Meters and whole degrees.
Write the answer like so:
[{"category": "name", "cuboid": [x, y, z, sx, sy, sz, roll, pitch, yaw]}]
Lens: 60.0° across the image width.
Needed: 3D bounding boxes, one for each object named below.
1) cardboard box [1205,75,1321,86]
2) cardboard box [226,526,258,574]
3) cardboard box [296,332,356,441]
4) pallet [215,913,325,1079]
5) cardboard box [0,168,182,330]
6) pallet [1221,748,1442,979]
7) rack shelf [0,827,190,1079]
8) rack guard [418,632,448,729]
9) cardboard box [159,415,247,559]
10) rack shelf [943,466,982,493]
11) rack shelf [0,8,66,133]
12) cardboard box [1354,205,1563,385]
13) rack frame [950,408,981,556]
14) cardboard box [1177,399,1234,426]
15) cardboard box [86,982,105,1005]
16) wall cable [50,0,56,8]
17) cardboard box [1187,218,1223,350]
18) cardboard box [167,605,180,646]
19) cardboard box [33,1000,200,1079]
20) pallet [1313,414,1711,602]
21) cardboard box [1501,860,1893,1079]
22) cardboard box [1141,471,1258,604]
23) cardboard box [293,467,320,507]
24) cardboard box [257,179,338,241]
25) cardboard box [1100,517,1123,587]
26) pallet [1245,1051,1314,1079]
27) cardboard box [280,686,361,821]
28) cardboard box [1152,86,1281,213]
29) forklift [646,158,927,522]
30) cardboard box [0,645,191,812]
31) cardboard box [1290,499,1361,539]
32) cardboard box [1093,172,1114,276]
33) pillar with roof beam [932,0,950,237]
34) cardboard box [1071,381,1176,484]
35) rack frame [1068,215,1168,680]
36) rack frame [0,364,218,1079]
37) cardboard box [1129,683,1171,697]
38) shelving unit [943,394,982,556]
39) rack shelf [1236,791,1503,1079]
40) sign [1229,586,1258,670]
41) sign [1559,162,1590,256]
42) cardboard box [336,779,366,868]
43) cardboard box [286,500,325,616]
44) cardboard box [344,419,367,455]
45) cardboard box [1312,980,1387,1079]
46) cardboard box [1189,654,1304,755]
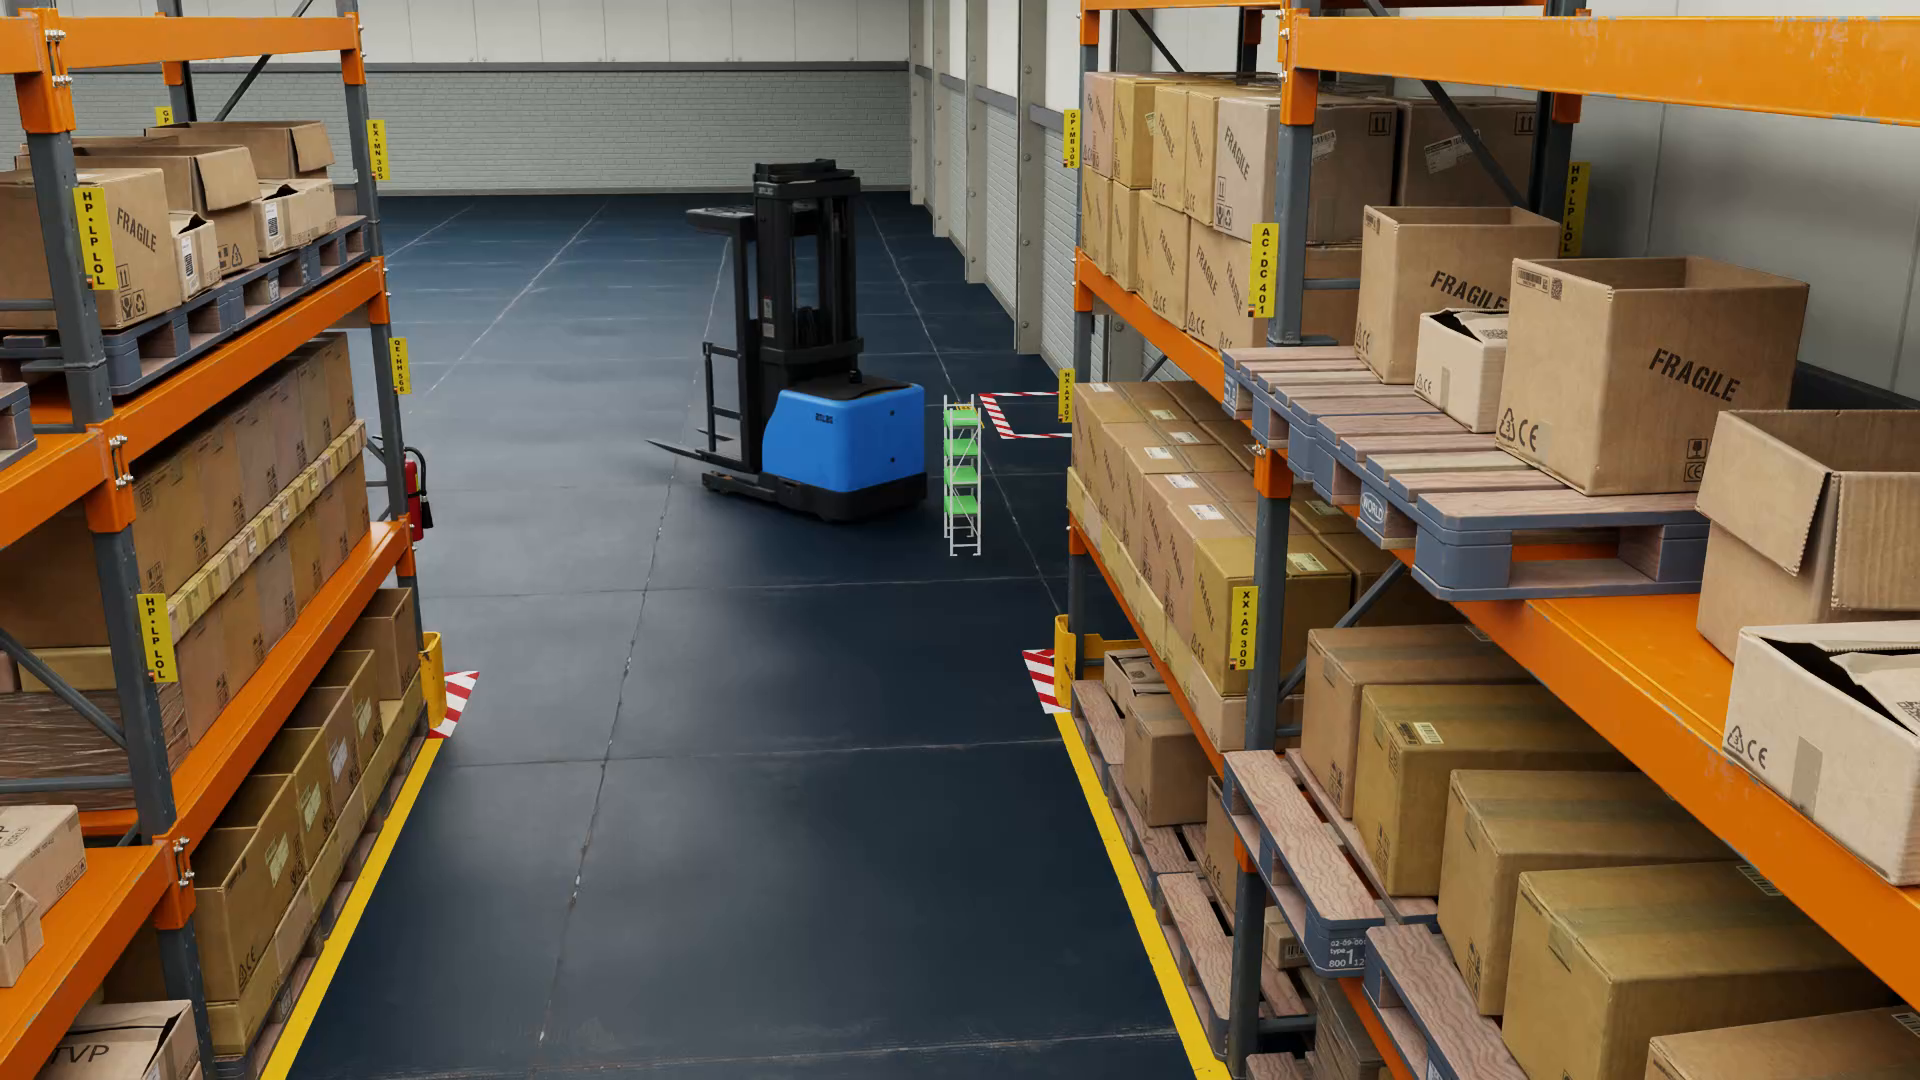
[{"category": "cardboard box", "cuboid": [1.555, -2.152, 8.647, 0.500, 0.500, 0.500, -1, 17, -2]}, {"category": "cardboard box", "cuboid": [-3.303, 0.049, 7.262, 0.380, 0.149, 0.250, -2, 18, -7]}, {"category": "cardboard box", "cuboid": [-3.703, -0.827, 8.969, 0.700, 0.500, 0.500, -2, 18, -5]}, {"category": "pallet", "cuboid": [-3.371, 1.969, 7.054, 1.003, 0.211, 1.213, -2, 18, -6]}, {"category": "cardboard box", "cuboid": [-3.121, -1.028, 5.833, 0.500, 0.500, 0.500, 0, 17, -1]}, {"category": "pallet", "cuboid": [1.530, 1.046, 5.657, 1.003, 0.211, 1.213, -2, 18, -6]}, {"category": "rack shelf", "cuboid": [-3.125, 1.816, 4.087, 1.077, 0.370, 4.000, -2, 18, -6]}, {"category": "rack guard", "cuboid": [-3.746, 0.870, 10.070, 1.175, 0.500, 0.348, -2, 18, -6]}, {"category": "cardboard box", "cuboid": [-3.487, -0.222, 7.043, 0.700, 0.500, 0.500, -2, 18, -6]}, {"category": "rack shelf", "cuboid": [0.017, -0.462, 13.359, 0.258, 0.148, 0.480, -2, 18, -6]}, {"category": "rack shelf", "cuboid": [-3.125, -0.856, 3.248, 1.077, 0.370, 4.000, -2, 18, -6]}, {"category": "cardboard box", "cuboid": [1.573, -0.791, 5.314, 0.500, 0.500, 0.500, 1, 17, 2]}, {"category": "rack frame", "cuboid": [0.042, -0.450, 13.109, 0.240, 1.200, 0.015, -2, 18, -6]}, {"category": "cardboard box", "cuboid": [1.486, -0.481, 9.166, 0.500, 0.500, 0.500, -2, 17, -5]}, {"category": "cardboard box", "cuboid": [-3.596, 1.857, 6.645, 0.500, 0.250, 0.500, -2, 18, -6]}, {"category": "wall cable", "cuboid": [-21.854, -13.944, 37.392, 2.305, 6.003, 0.169, -2, 18, -6]}, {"category": "cardboard box", "cuboid": [1.259, -1.060, 6.837, 0.500, 0.500, 0.500, -3, 18, -10]}, {"category": "cardboard box", "cuboid": [-3.192, 0.359, 6.277, 0.380, 0.149, 0.250, -2, 17, -5]}, {"category": "cardboard box", "cuboid": [-3.004, 1.832, 5.786, 0.500, 0.311, 0.500, -2, 18, -6]}, {"category": "pallet", "cuboid": [1.664, -0.123, 4.367, 1.213, 0.211, 1.003, -2, 18, -6]}, {"category": "cardboard box", "cuboid": [1.800, 1.146, 4.117, 0.700, 0.500, 0.500, -2, 18, -6]}, {"category": "cardboard box", "cuboid": [1.141, -0.004, 7.646, 0.500, 0.500, 0.500, -2, 18, -7]}, {"category": "cardboard box", "cuboid": [-3.408, -0.257, 8.238, 0.380, 0.149, 0.250, -1, 17, -4]}, {"category": "cardboard box", "cuboid": [-3.362, -1.607, 8.096, 0.500, 0.250, 0.500, -2, 18, -6]}, {"category": "cardboard box", "cuboid": [1.032, 0.054, 8.714, 0.500, 0.250, 0.500, -2, 18, -7]}, {"category": "pallet", "cuboid": [1.678, 2.285, 6.047, 1.003, 0.211, 1.213, -2, 18, -6]}, {"category": "cardboard box", "cuboid": [-3.224, 1.036, 8.008, 0.500, 0.500, 0.500, -2, 18, -6]}, {"category": "cardboard box", "cuboid": [1.143, -1.702, 7.214, 0.500, 0.500, 0.500, -2, 18, -8]}, {"category": "forklift", "cuboid": [-1.701, -1.908, 14.861, 3.031, 2.935, 1.130, 16, 24, 41]}, {"category": "cardboard box", "cuboid": [-3.383, 0.697, 6.283, 0.700, 0.500, 0.500, -2, 18, -7]}, {"category": "cardboard box", "cuboid": [1.706, 0.126, 7.233, 0.500, 0.500, 0.500, -2, 18, -6]}, {"category": "cardboard box", "cuboid": [0.989, -1.689, 8.842, 0.500, 0.500, 0.500, -1, 17, -2]}, {"category": "pillar with roof beam", "cuboid": [-4.641, -10.167, 31.039, 9.100, 9.000, 0.400, -2, 18, -6]}, {"category": "cardboard box", "cuboid": [0.934, -0.614, 9.589, 0.500, 0.500, 0.500, -2, 18, -6]}, {"category": "rack frame", "cuboid": [1.183, -0.469, 10.164, 1.000, 3.000, 0.127, -2, 18, -6]}, {"category": "rack frame", "cuboid": [-3.331, 0.877, 5.877, 1.000, 3.000, 0.127, -2, 18, -6]}, {"category": "cardboard box", "cuboid": [1.224, 0.982, 9.295, 0.500, 0.311, 0.500, 0, 17, -1]}, {"category": "shelving unit", "cuboid": [0.017, -0.523, 13.340, 0.258, 1.200, 0.503, -2, 18, -6]}, {"category": "rack shelf", "cuboid": [1.802, 1.661, 4.578, 1.077, 0.370, 4.000, -2, 18, -6]}, {"category": "sign", "cuboid": [1.057, 0.328, 6.178, 0.100, 0.325, 0.005, -2, 18, -6]}, {"category": "sign", "cuboid": [2.148, -1.162, 5.841, 0.100, 0.325, 0.005, -2, 18, -6]}, {"category": "cardboard box", "cuboid": [-3.228, 1.393, 8.120, 0.500, 0.250, 0.500, -2, 18, -6]}, {"category": "cardboard box", "cuboid": [-3.604, 0.081, 8.244, 0.700, 0.500, 0.500, -2, 18, -5]}, {"category": "cardboard box", "cuboid": [-3.514, -0.564, 9.217, 0.380, 0.149, 0.250, -2, 18, -7]}, {"category": "cardboard box", "cuboid": [1.688, 1.924, 5.980, 0.700, 0.500, 0.500, -1, 17, -4]}, {"category": "cardboard box", "cuboid": [1.246, 0.653, 6.807, 0.500, 0.250, 0.500, -2, 18, -6]}]
